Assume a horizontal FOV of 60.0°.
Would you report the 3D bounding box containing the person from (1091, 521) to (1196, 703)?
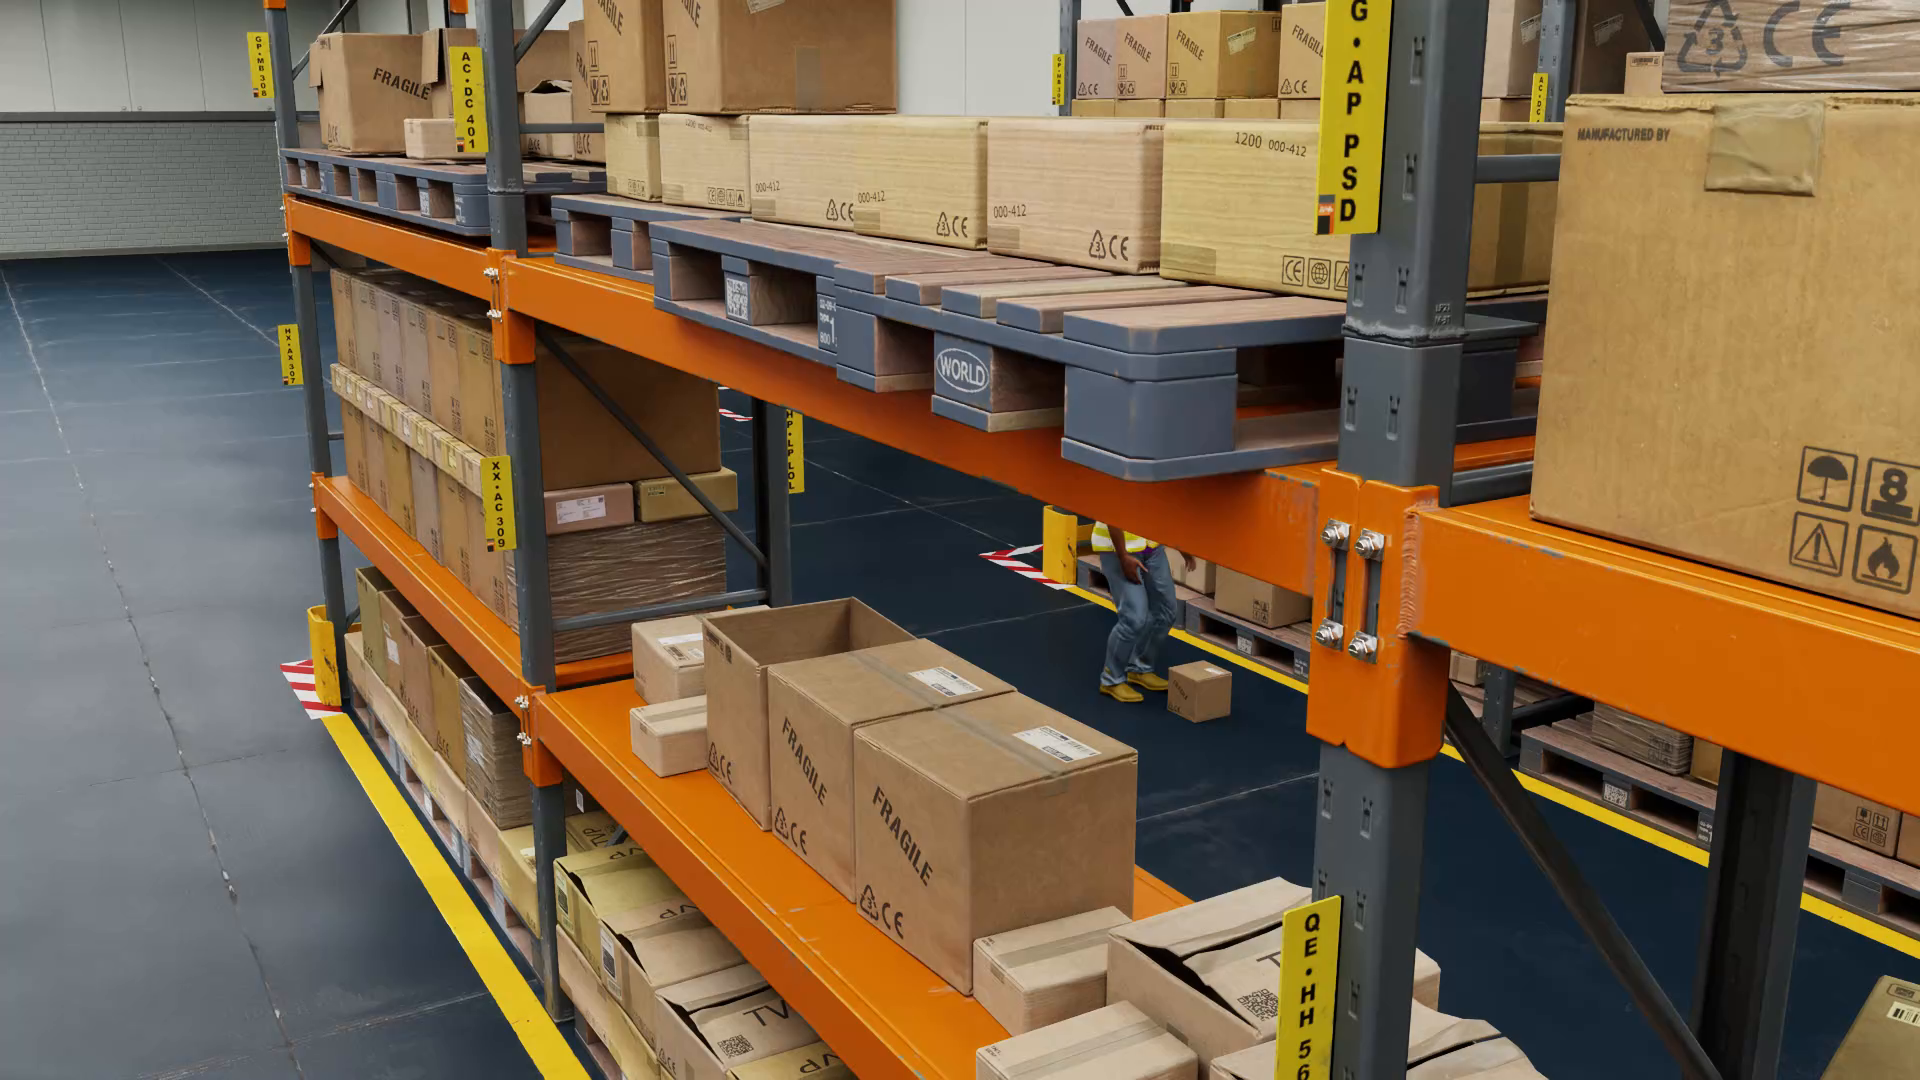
[{"bbox_3d":[1.039,0.060,9.411,0.602,1.683,0.511,-13,20,-41],"label":"person"}]
